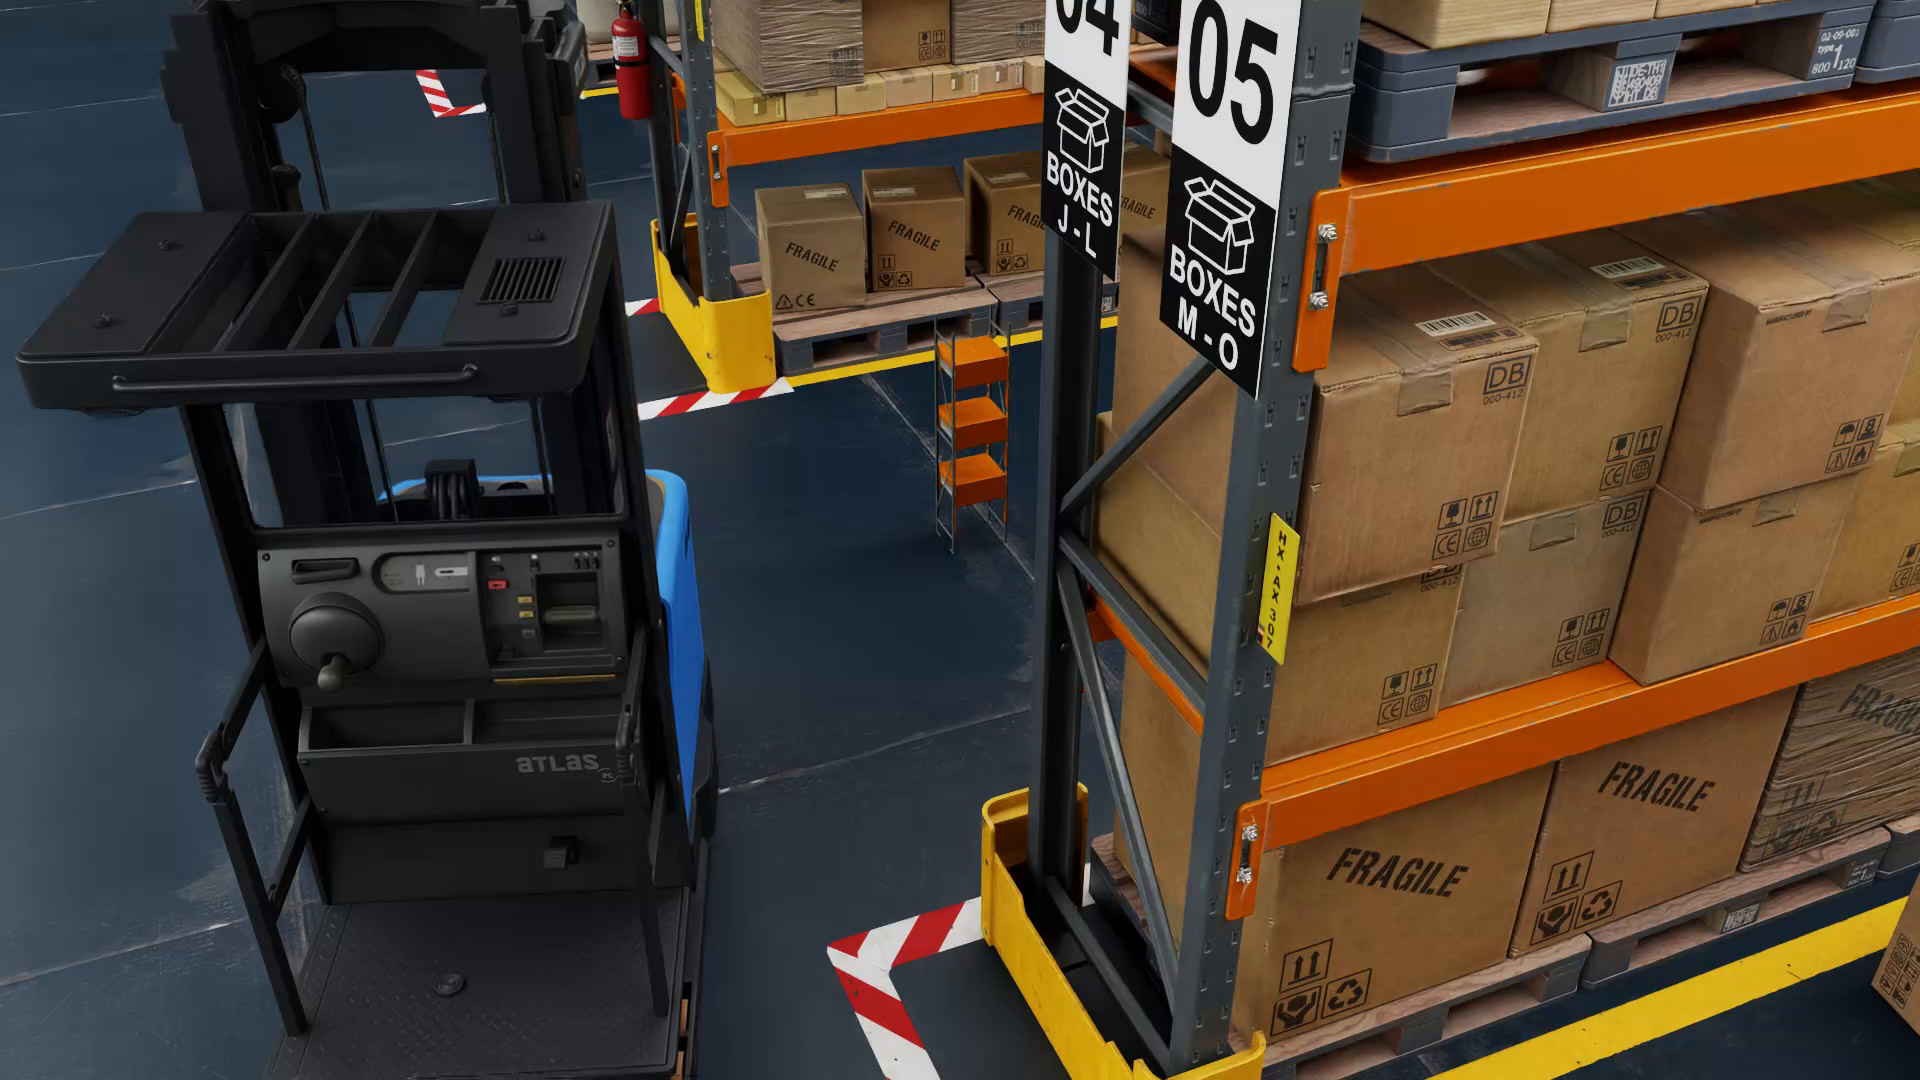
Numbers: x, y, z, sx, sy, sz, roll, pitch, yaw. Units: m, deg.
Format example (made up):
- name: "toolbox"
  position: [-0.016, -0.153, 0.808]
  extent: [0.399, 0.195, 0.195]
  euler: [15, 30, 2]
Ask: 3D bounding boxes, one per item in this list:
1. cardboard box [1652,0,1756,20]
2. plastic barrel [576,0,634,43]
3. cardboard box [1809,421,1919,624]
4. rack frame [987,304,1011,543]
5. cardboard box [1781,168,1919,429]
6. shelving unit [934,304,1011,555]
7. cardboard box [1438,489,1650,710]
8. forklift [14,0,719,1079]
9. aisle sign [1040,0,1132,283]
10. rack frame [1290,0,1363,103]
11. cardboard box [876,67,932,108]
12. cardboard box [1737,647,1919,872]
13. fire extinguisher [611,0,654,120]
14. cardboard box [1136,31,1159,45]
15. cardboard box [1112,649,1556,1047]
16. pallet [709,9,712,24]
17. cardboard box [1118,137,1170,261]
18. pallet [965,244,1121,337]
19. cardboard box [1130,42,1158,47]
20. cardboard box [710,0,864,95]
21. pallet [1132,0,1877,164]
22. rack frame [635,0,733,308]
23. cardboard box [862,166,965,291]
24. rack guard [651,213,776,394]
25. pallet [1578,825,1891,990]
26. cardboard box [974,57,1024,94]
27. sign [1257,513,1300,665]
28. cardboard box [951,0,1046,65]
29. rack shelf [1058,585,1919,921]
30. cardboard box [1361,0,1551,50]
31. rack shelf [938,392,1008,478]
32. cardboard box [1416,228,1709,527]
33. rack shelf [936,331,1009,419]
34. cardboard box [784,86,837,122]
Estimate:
- name: "cardboard box"
  position: [1.360, -1.167, 3.297]
  extent: [0.250, 0.149, 0.380]
  euler: [-13, 35, -19]
- name: "plastic barrel"
  position: [-2.713, -4.096, 12.691]
  extent: [0.421, 0.512, 0.421]
  euler: [0, 33, 0]
- name: "cardboard box"
  position: [2.315, -0.258, 4.759]
  extent: [0.500, 0.550, 0.875]
  euler: [-13, 35, -19]
- name: "rack frame"
  position: [0.162, -0.477, 7.021]
  extent: [0.008, 1.050, 0.200]
  euler: [-13, 35, -19]
- name: "cardboard box"
  position: [2.290, -0.744, 4.515]
  extent: [0.500, 0.550, 0.875]
  euler: [-13, 35, -19]
- name: "shelving unit"
  position: [0.049, -0.451, 6.981]
  extent: [0.252, 1.050, 0.215]
  euler: [-13, 35, -19]
- name: "cardboard box"
  position: [1.277, -0.071, 4.471]
  extent: [0.550, 0.550, 0.875]
  euler: [-13, 35, -19]
- name: "forklift"
  position: [-1.336, 0.244, 4.188]
  extent: [1.130, 2.935, 3.031]
  euler: [-2, 33, -3]
- name: "aisle sign"
  position: [0.272, -1.005, 3.661]
  extent: [0.004, 0.787, 0.394]
  euler: [-13, 35, -19]
- name: "rack frame"
  position: [0.454, -2.294, 2.525]
  extent: [0.127, 3.000, 1.000]
  euler: [-13, 35, -19]
- name: "cardboard box"
  position: [-0.321, -2.282, 8.236]
  extent: [0.250, 0.149, 0.380]
  euler: [-13, 35, -19]
- name: "cardboard box"
  position: [2.705, 0.380, 5.478]
  extent: [0.875, 0.875, 0.875]
  euler: [-13, 35, -19]
- name: "fire extinguisher"
  position: [-1.657, -2.470, 8.367]
  extent: [0.183, 0.674, 0.296]
  euler: [-13, 35, -19]
- name: "cardboard box"
  position: [0.979, -2.998, 8.743]
  extent: [0.500, 0.500, 0.875]
  euler: [-13, 35, -19]
- name: "cardboard box"
  position: [1.053, 0.759, 4.897]
  extent: [0.875, 0.875, 0.875]
  euler: [-13, 35, -19]
- name: "pallet"
  position: [-1.364, -4.081, 13.328]
  extent: [1.213, 0.211, 1.003]
  euler: [-13, 35, -19]
- name: "cardboard box"
  position: [0.863, -1.908, 9.339]
  extent: [0.500, 0.500, 0.500]
  euler: [-16, 36, -23]
- name: "pallet"
  position: [0.583, -1.551, 9.441]
  extent: [1.213, 0.211, 1.003]
  euler: [-13, 35, -19]
- name: "cardboard box"
  position: [0.842, -2.532, 8.621]
  extent: [0.250, 0.149, 0.380]
  euler: [-13, 35, -19]
- name: "cardboard box"
  position: [-0.855, -2.564, 8.076]
  extent: [0.500, 0.500, 0.875]
  euler: [-13, 35, -19]
- name: "pallet"
  position: [1.134, -1.161, 3.616]
  extent: [1.213, 0.211, 1.003]
  euler: [-13, 35, -19]
- name: "rack frame"
  position: [-1.373, -2.295, 8.027]
  extent: [0.127, 3.000, 1.000]
  euler: [-13, 35, -19]
- name: "cardboard box"
  position: [-0.253, -1.690, 9.004]
  extent: [0.500, 0.500, 0.500]
  euler: [-4, 33, -6]
- name: "rack guard"
  position: [-1.303, -1.263, 8.733]
  extent: [0.348, 0.500, 1.175]
  euler: [-13, 35, -19]
- name: "pallet"
  position: [2.284, 0.926, 5.634]
  extent: [1.213, 0.211, 1.003]
  euler: [-13, 35, -19]
- name: "cardboard box"
  position: [0.132, -2.397, 8.414]
  extent: [0.250, 0.149, 0.380]
  euler: [-13, 35, -19]
- name: "sign"
  position: [0.663, 0.105, 3.472]
  extent: [0.005, 0.325, 0.100]
  euler: [-13, 35, -19]
- name: "cardboard box"
  position: [0.037, -2.814, 8.459]
  extent: [0.500, 0.500, 0.875]
  euler: [-13, 35, -19]
- name: "rack shelf"
  position: [2.298, 0.100, 5.006]
  extent: [4.000, 0.370, 1.077]
  euler: [-13, 35, -19]
- name: "cardboard box"
  position: [0.894, -1.061, 3.133]
  extent: [0.250, 0.149, 0.380]
  euler: [-13, 35, -19]
- name: "rack shelf"
  position: [0.049, -0.442, 6.987]
  extent: [0.240, 0.259, 0.215]
  euler: [-13, 35, -19]
- name: "cardboard box"
  position: [1.282, -0.516, 4.166]
  extent: [0.550, 0.550, 0.875]
  euler: [-13, 35, -19]
- name: "rack shelf"
  position: [0.049, -0.680, 6.832]
  extent: [0.240, 0.259, 0.215]
  euler: [-13, 35, -19]
- name: "cardboard box"
  position: [-0.780, -2.173, 8.070]
  extent: [0.250, 0.149, 0.380]
  euler: [-13, 35, -19]
